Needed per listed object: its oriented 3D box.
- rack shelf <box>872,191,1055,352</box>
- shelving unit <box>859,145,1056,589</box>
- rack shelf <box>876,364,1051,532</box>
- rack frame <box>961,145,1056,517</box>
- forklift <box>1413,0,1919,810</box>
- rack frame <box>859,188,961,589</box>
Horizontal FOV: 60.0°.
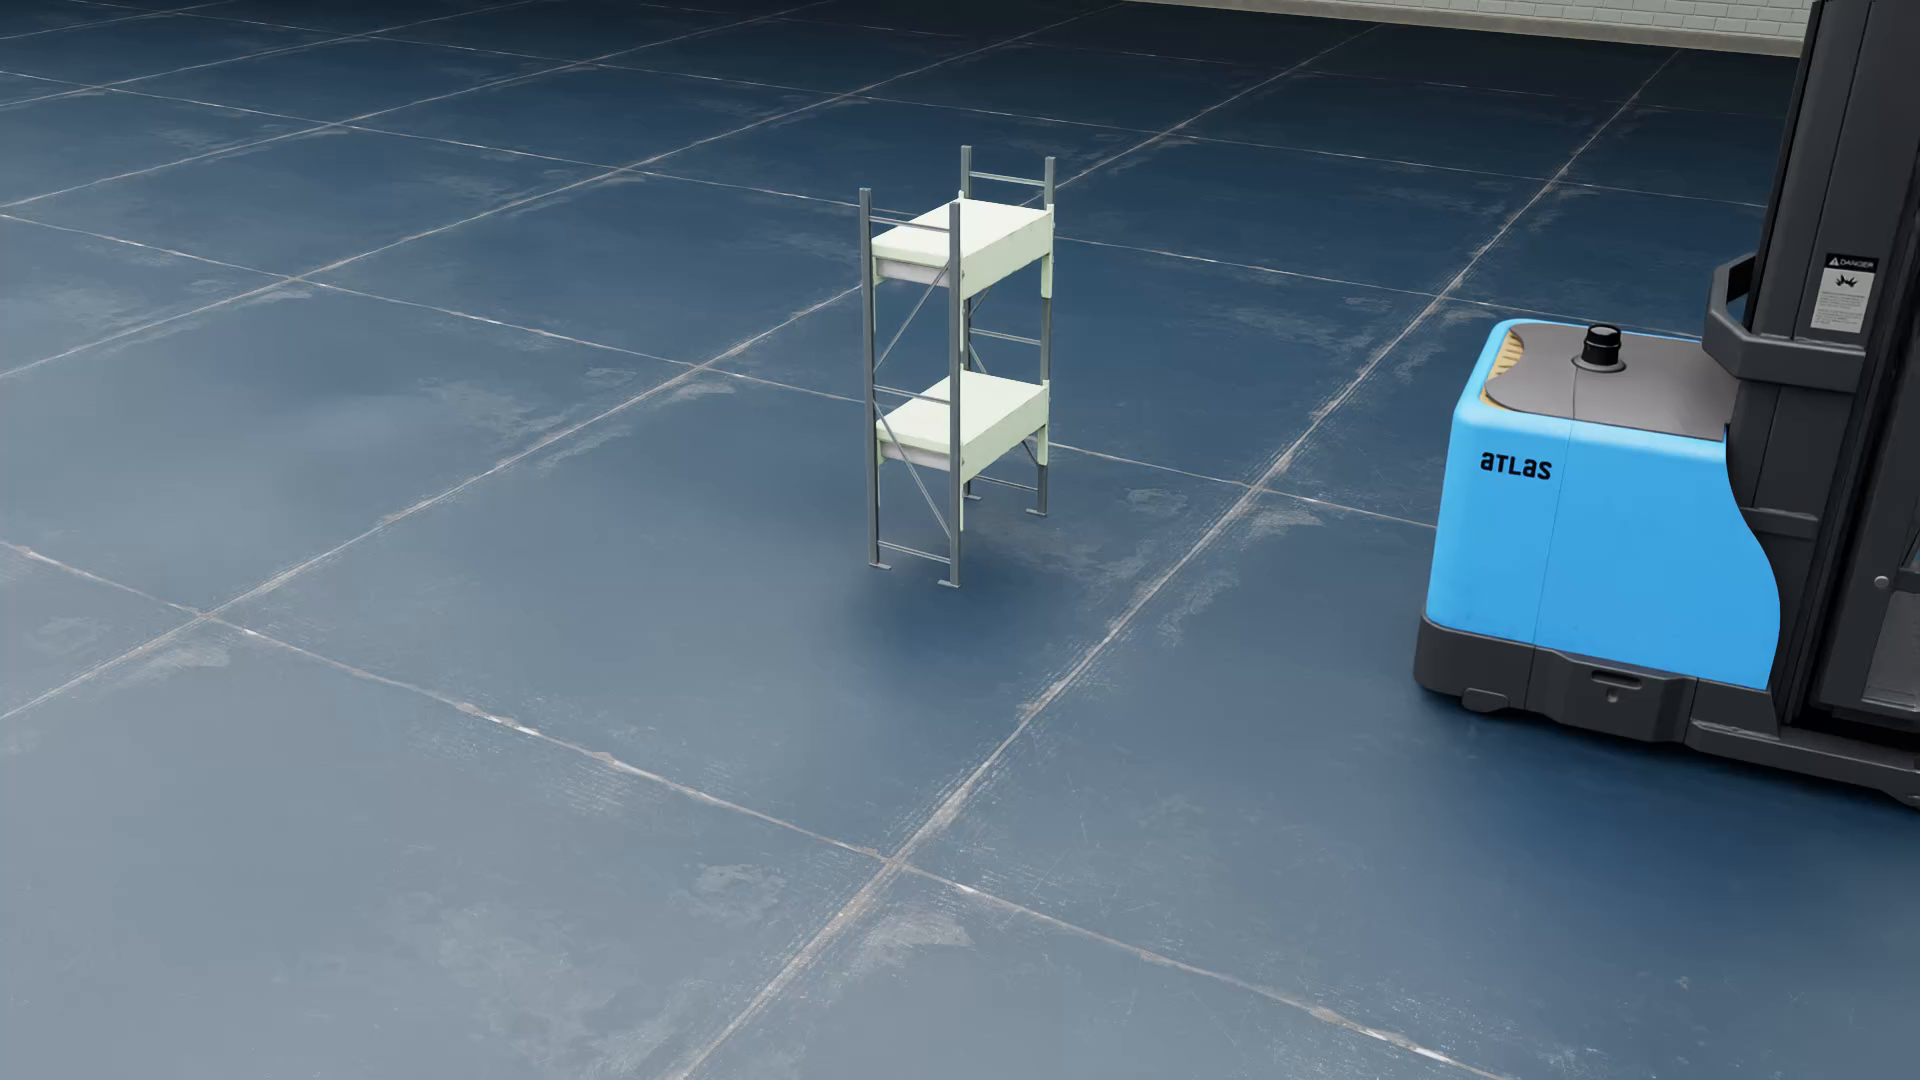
[{"bbox_3d":[0.003,-1.022,6.245,0.431,0.370,0.720,14,30,26],"label":"rack shelf"},{"bbox_3d":[0.003,-0.673,6.419,0.431,1.500,0.755,14,30,26],"label":"shelving unit"},{"bbox_3d":[0.003,-0.382,6.565,0.431,0.370,0.720,14,30,26],"label":"rack shelf"},{"bbox_3d":[0.183,-0.816,6.704,0.400,1.500,0.023,14,30,26],"label":"rack frame"},{"bbox_3d":[3.106,-0.695,4.863,3.031,2.935,1.130,11,29,21],"label":"forklift"},{"bbox_3d":[-0.177,-0.531,6.135,0.400,1.500,0.023,14,30,26],"label":"rack frame"}]
